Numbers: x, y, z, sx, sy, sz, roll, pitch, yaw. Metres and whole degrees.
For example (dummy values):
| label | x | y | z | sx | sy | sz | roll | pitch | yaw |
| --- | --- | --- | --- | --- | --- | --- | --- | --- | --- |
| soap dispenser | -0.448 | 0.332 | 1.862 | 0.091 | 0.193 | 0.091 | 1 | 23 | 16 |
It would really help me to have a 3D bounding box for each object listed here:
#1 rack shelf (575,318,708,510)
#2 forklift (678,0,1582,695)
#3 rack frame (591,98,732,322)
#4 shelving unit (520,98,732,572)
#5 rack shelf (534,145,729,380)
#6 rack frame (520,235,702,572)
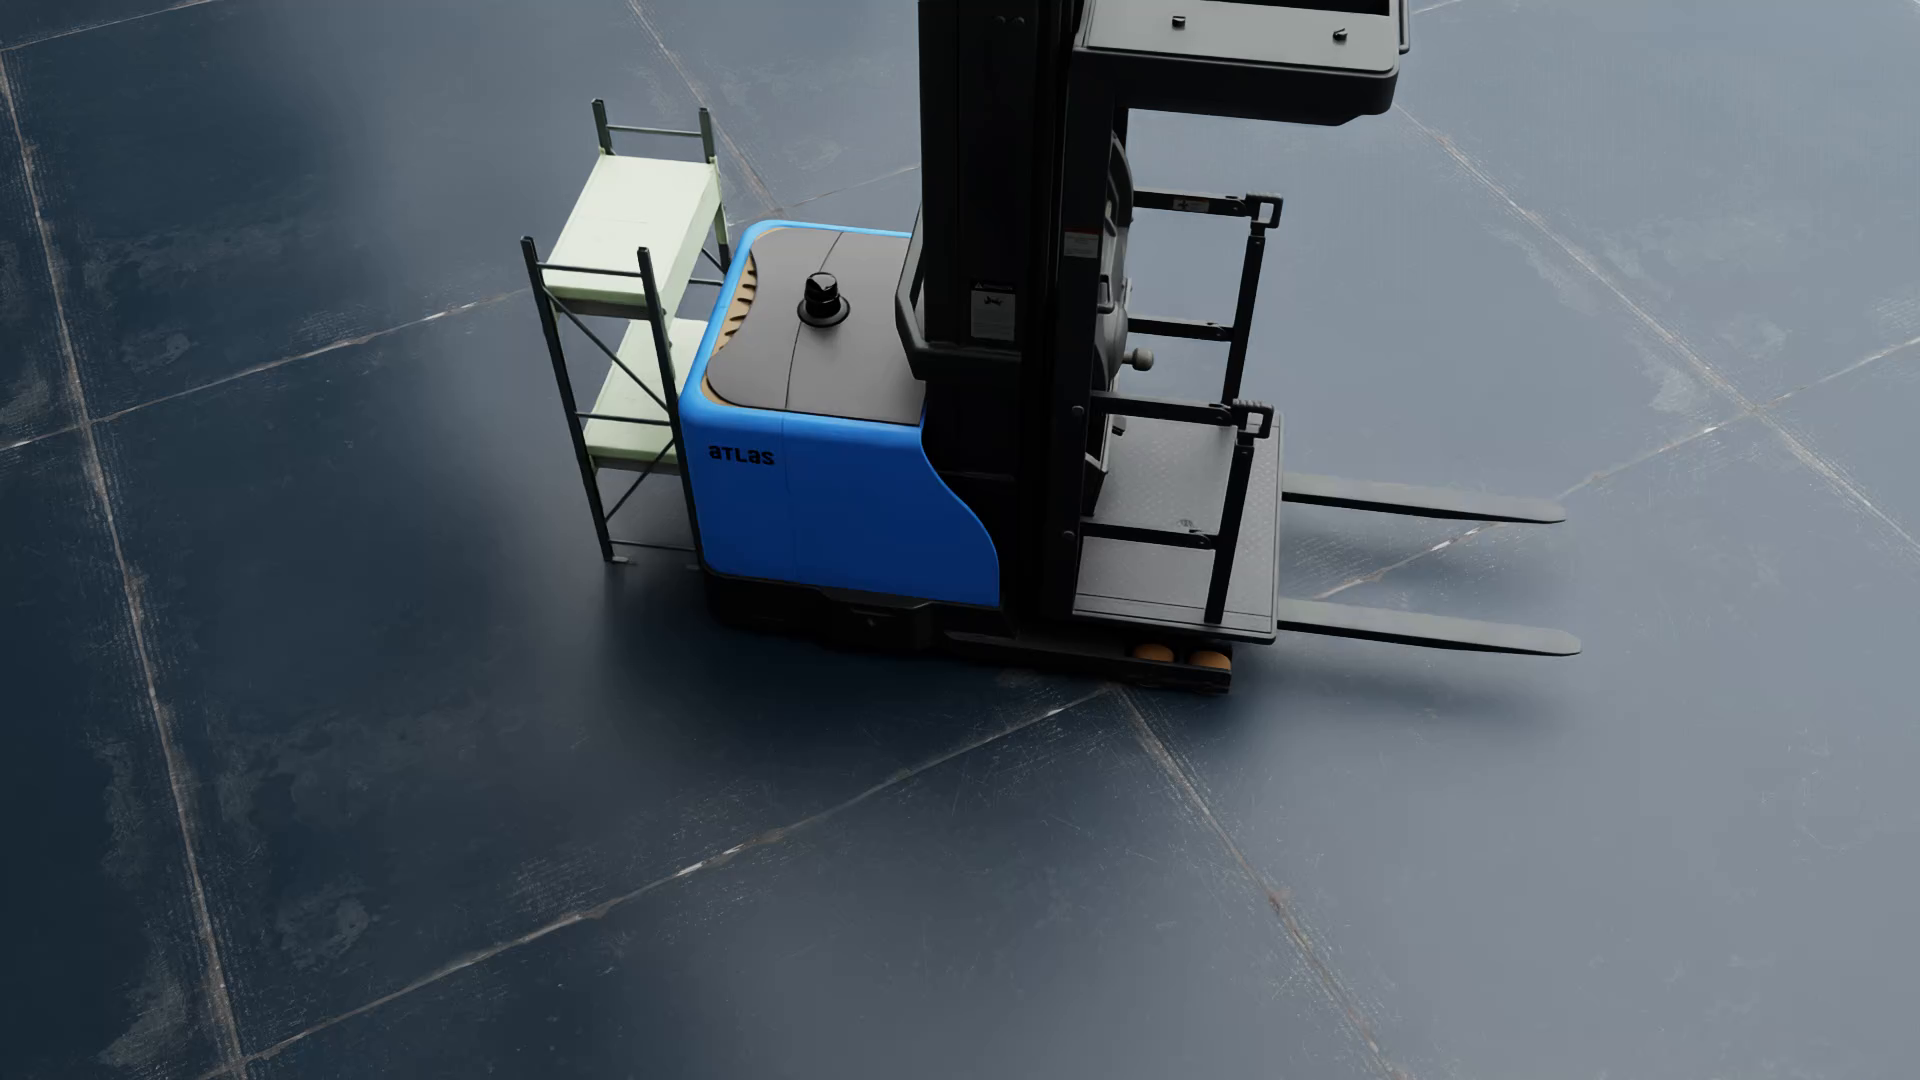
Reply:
| label | x | y | z | sx | sy | sz | roll | pitch | yaw |
| --- | --- | --- | --- | --- | --- | --- | --- | --- | --- |
| rack shelf | -1.072 | -0.461 | 6.087 | 0.431 | 0.370 | 0.720 | 6 | 49 | 6 |
| forklift | 0.656 | -0.860 | 5.055 | 3.031 | 2.935 | 1.130 | 7 | 49 | 6 |
| rack frame | -1.020 | -0.948 | 6.080 | 0.400 | 1.500 | 0.023 | 6 | 49 | 6 |
| shelving unit | -1.076 | -0.676 | 5.842 | 0.431 | 1.500 | 0.755 | 6 | 49 | 6 |
| rack shelf | -1.079 | -0.934 | 5.549 | 0.431 | 0.370 | 0.720 | 6 | 49 | 6 |
| rack frame | -1.131 | -0.404 | 5.604 | 0.400 | 1.500 | 0.023 | 6 | 49 | 6 |
